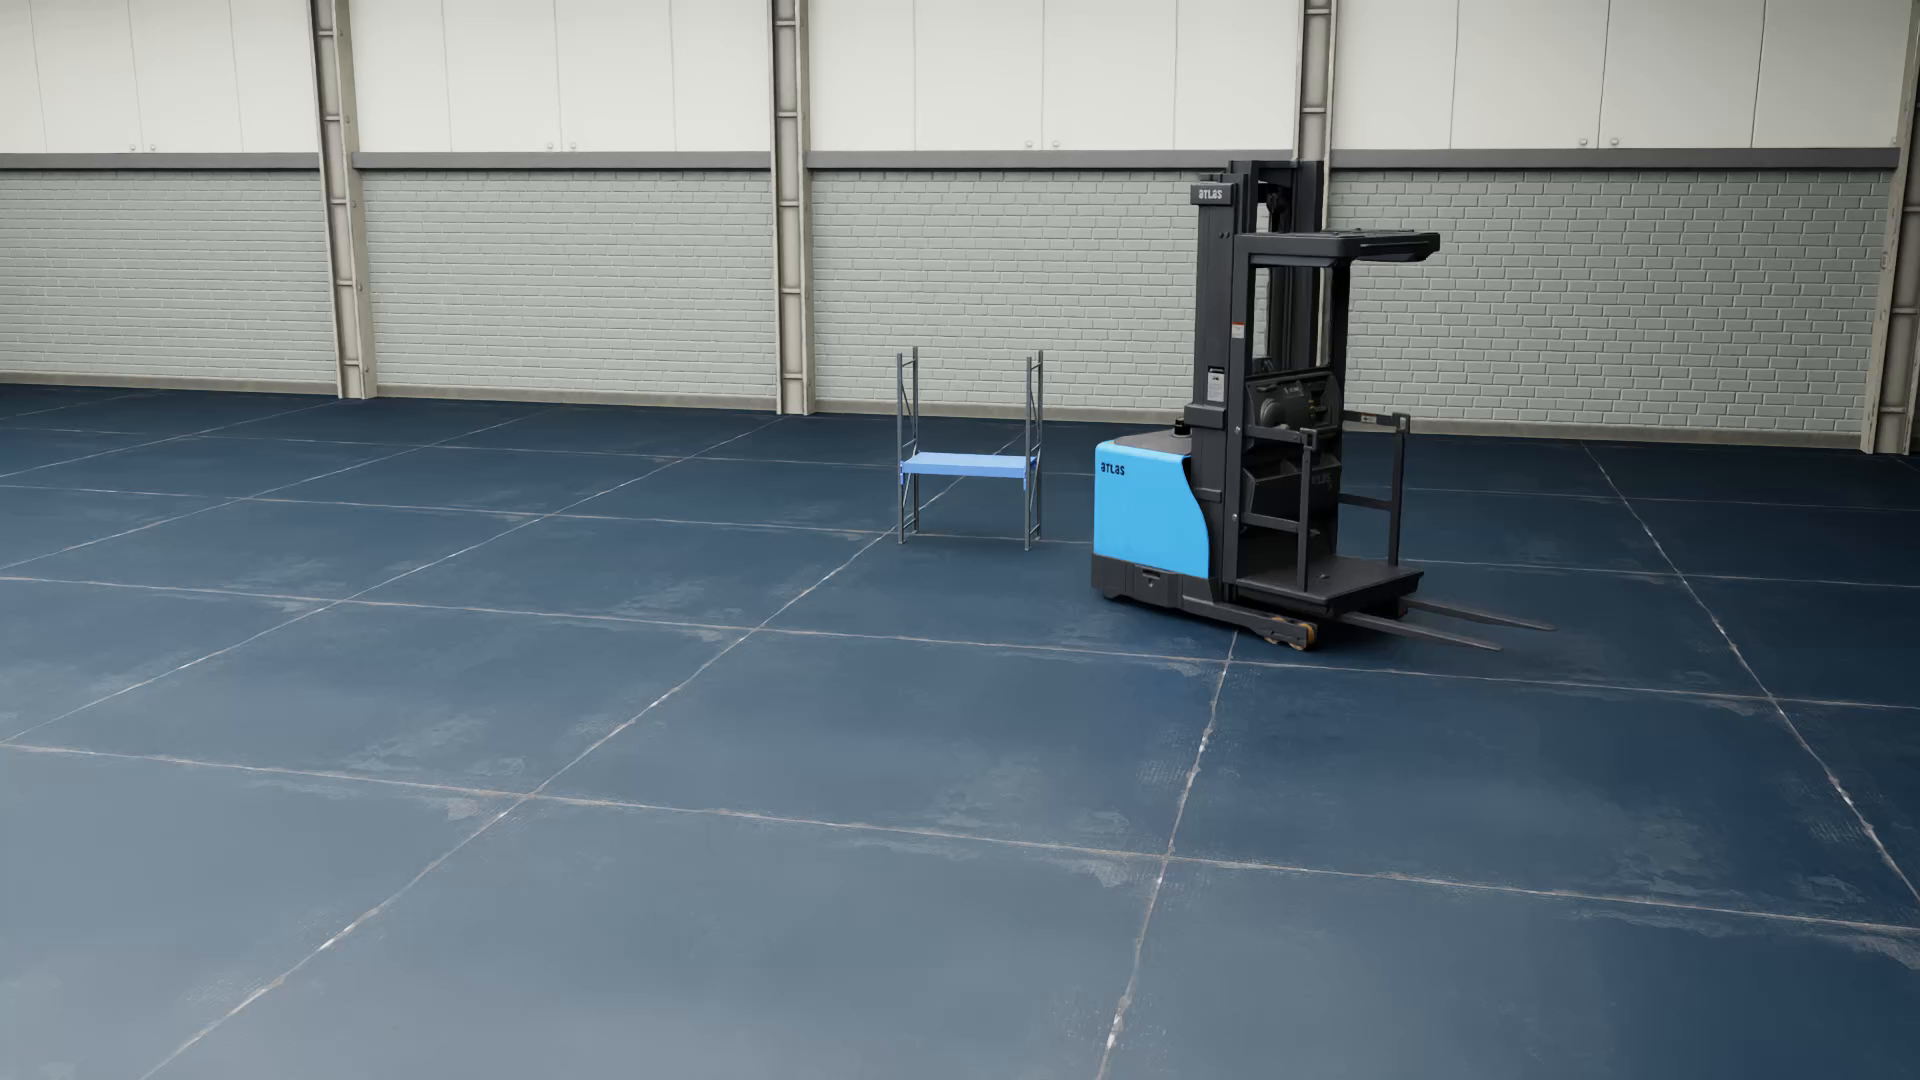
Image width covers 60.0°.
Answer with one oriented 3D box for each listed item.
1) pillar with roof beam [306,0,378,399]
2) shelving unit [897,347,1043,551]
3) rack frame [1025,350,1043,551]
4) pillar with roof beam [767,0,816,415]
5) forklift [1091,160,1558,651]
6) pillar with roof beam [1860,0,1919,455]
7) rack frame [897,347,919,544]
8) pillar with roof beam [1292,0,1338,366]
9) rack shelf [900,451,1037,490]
[{"bbox_3d":[-8.844,-5.344,16.545,0.400,9.000,9.100,3,13,14],"label":"pillar with roof beam"},{"bbox_3d":[0.083,-0.728,13.051,1.048,1.500,0.538,3,13,14],"label":"shelving unit"},{"bbox_3d":[0.576,-0.701,12.932,0.032,1.500,0.500,3,13,14],"label":"rack frame"},{"bbox_3d":[-3.019,-5.033,15.142,0.400,9.000,9.100,3,13,14],"label":"pillar with roof beam"},{"bbox_3d":[2.271,-0.881,10.439,1.130,2.935,3.031,-11,17,-41],"label":"forklift"},{"bbox_3d":[8.631,-4.410,12.335,0.400,9.000,9.100,3,13,14],"label":"pillar with roof beam"},{"bbox_3d":[-0.411,-0.754,13.170,0.032,1.500,0.500,3,13,14],"label":"rack frame"},{"bbox_3d":[2.806,-4.721,13.739,0.400,9.000,9.100,3,13,14],"label":"pillar with roof beam"},{"bbox_3d":[0.083,-0.552,13.090,1.000,0.185,0.538,3,13,14],"label":"rack shelf"}]
